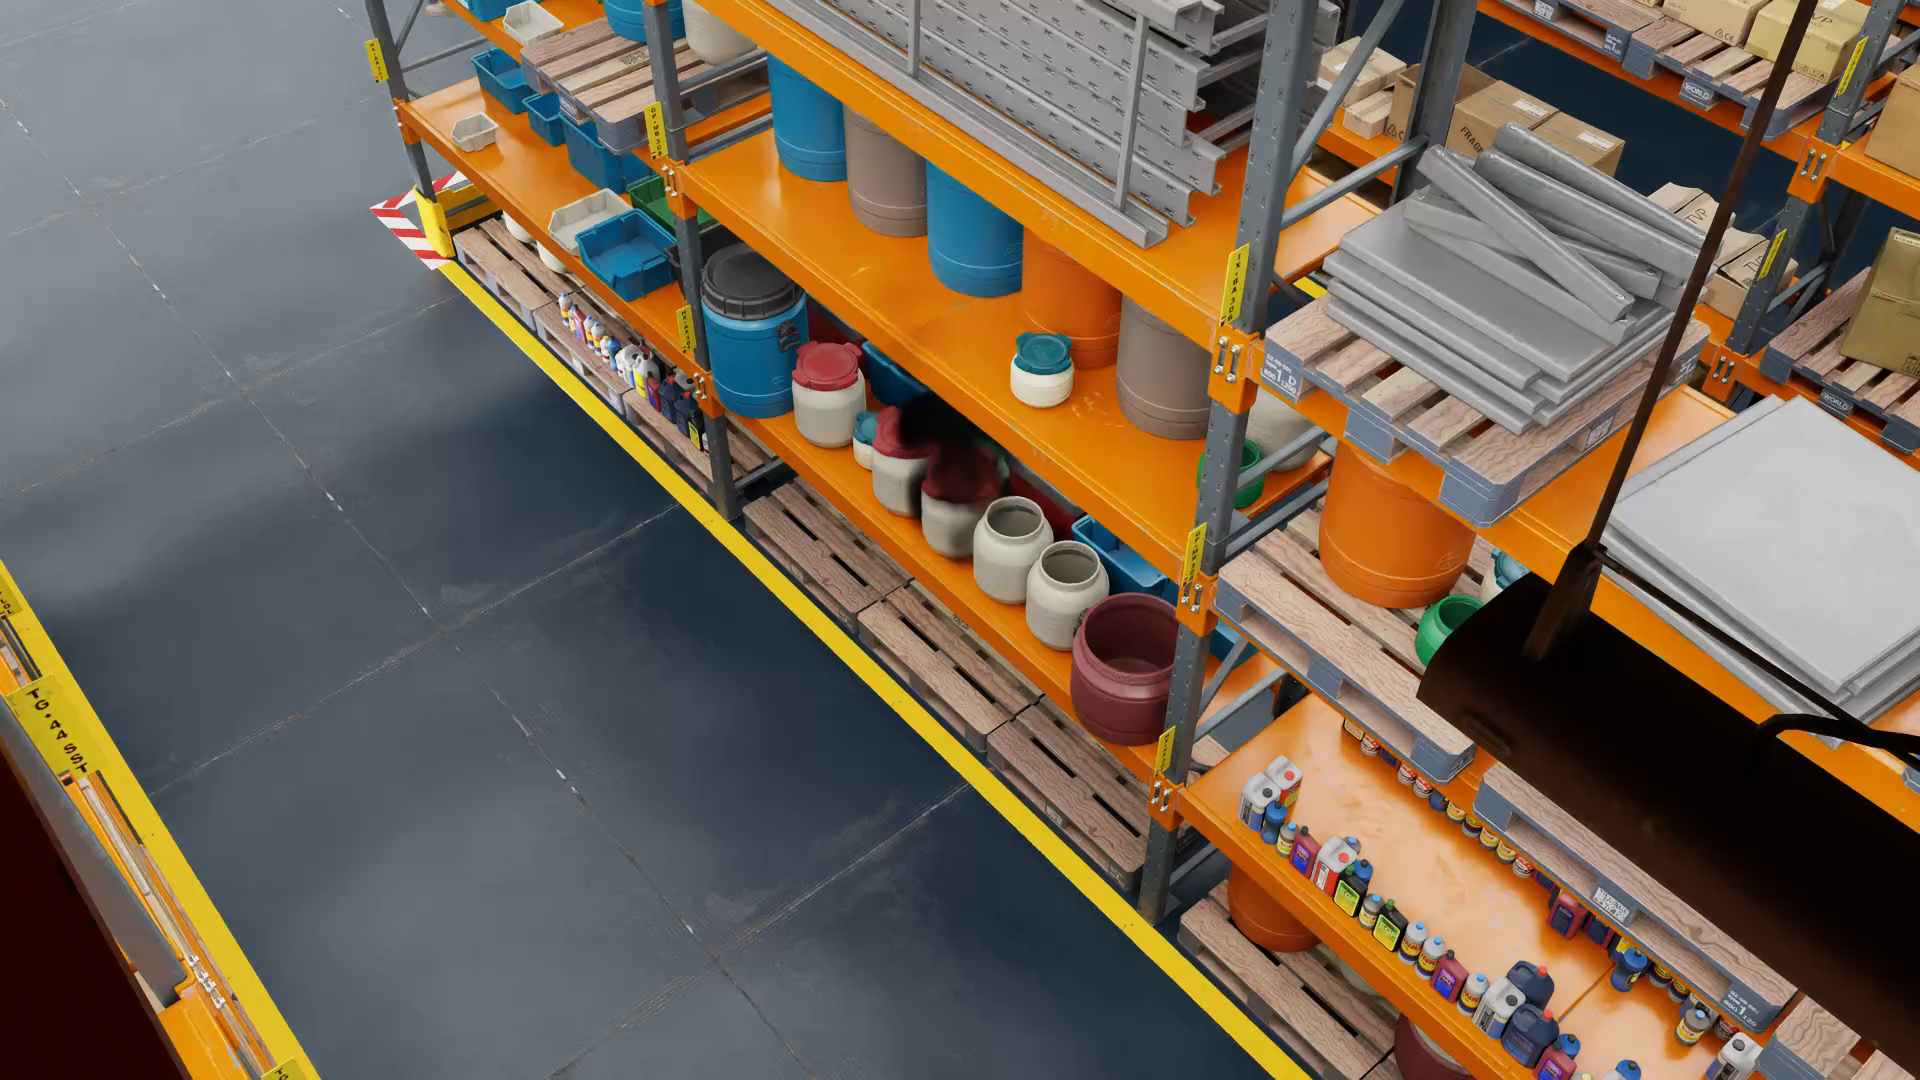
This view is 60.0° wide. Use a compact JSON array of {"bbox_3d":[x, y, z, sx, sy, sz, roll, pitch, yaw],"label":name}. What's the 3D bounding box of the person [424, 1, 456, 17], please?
[{"bbox_3d":[-4.646,-5.602,15.126,0.814,1.740,0.676,-12,48,-11],"label":"person"}]
